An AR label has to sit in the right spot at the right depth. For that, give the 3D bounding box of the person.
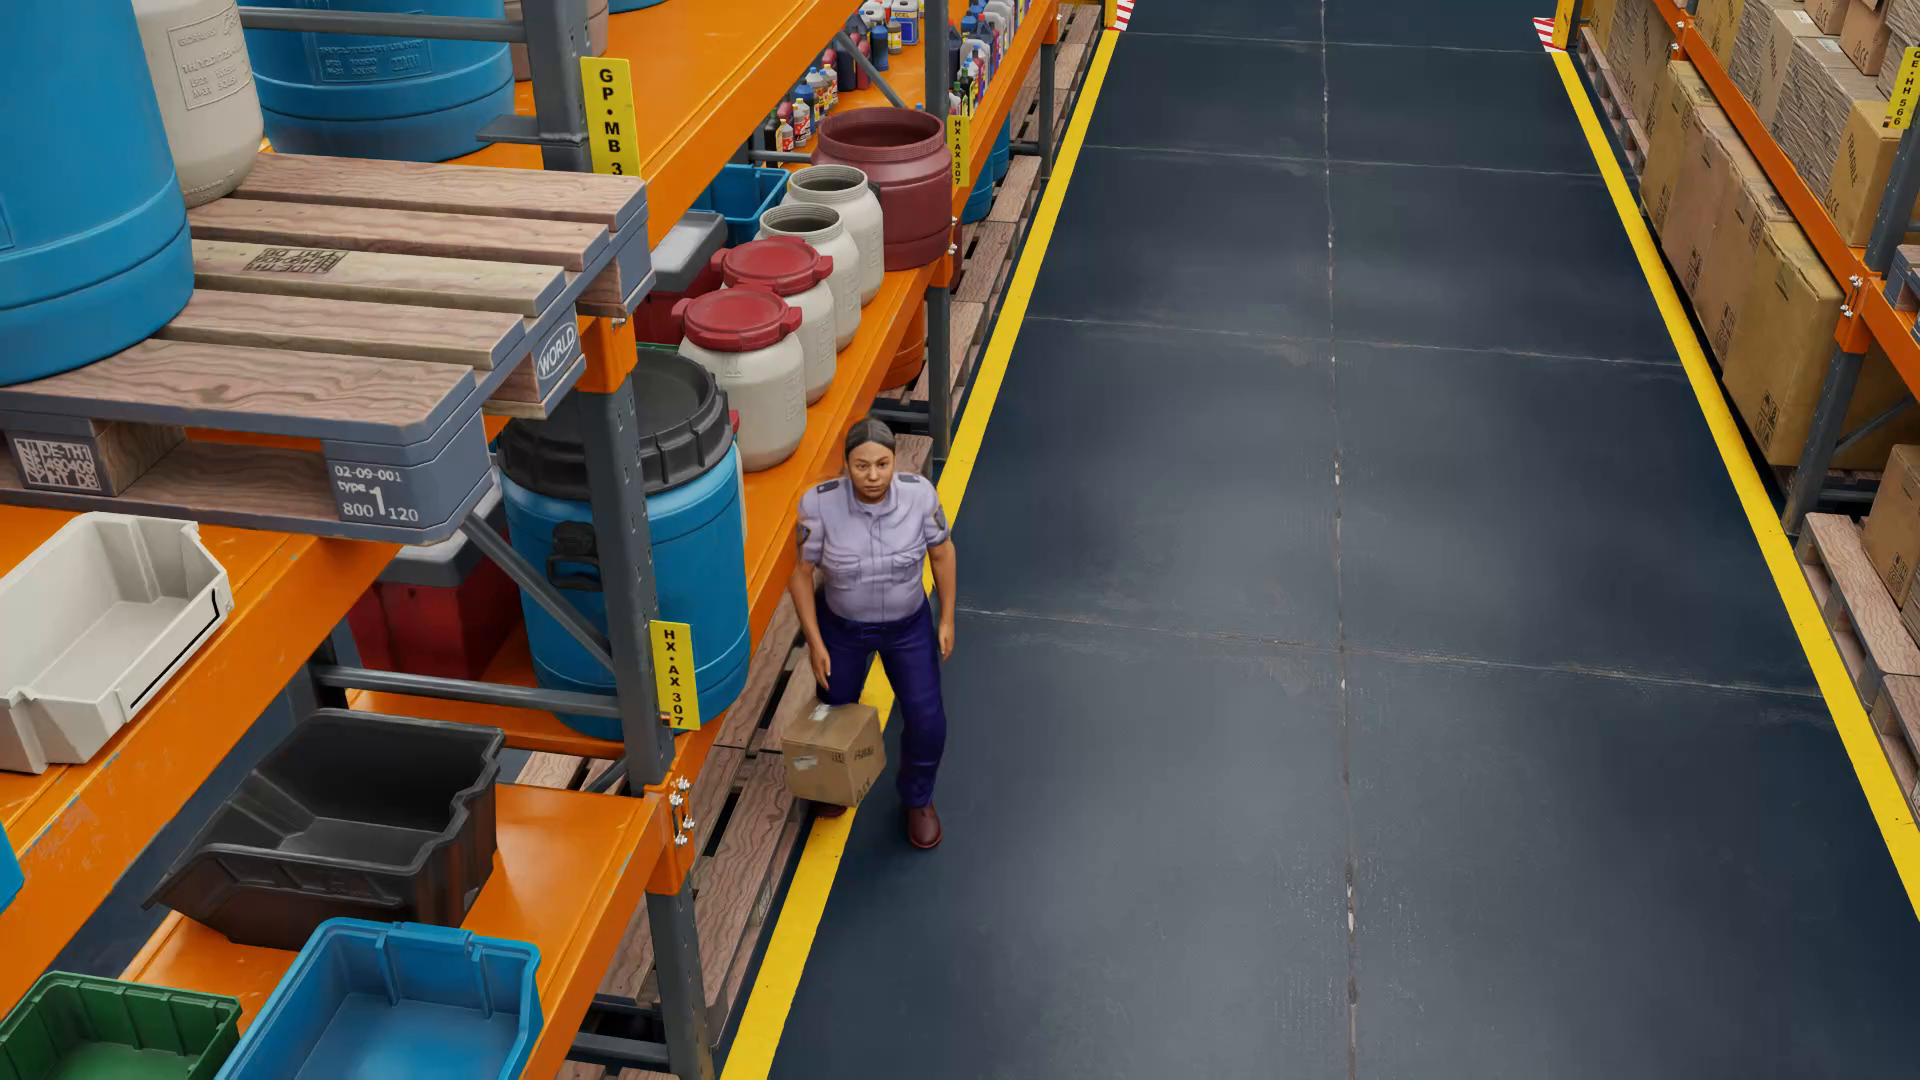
[{"bbox_3d":[-0.292,0.311,5.664,0.570,1.625,0.501,-3,33,-5],"label":"person"}]
